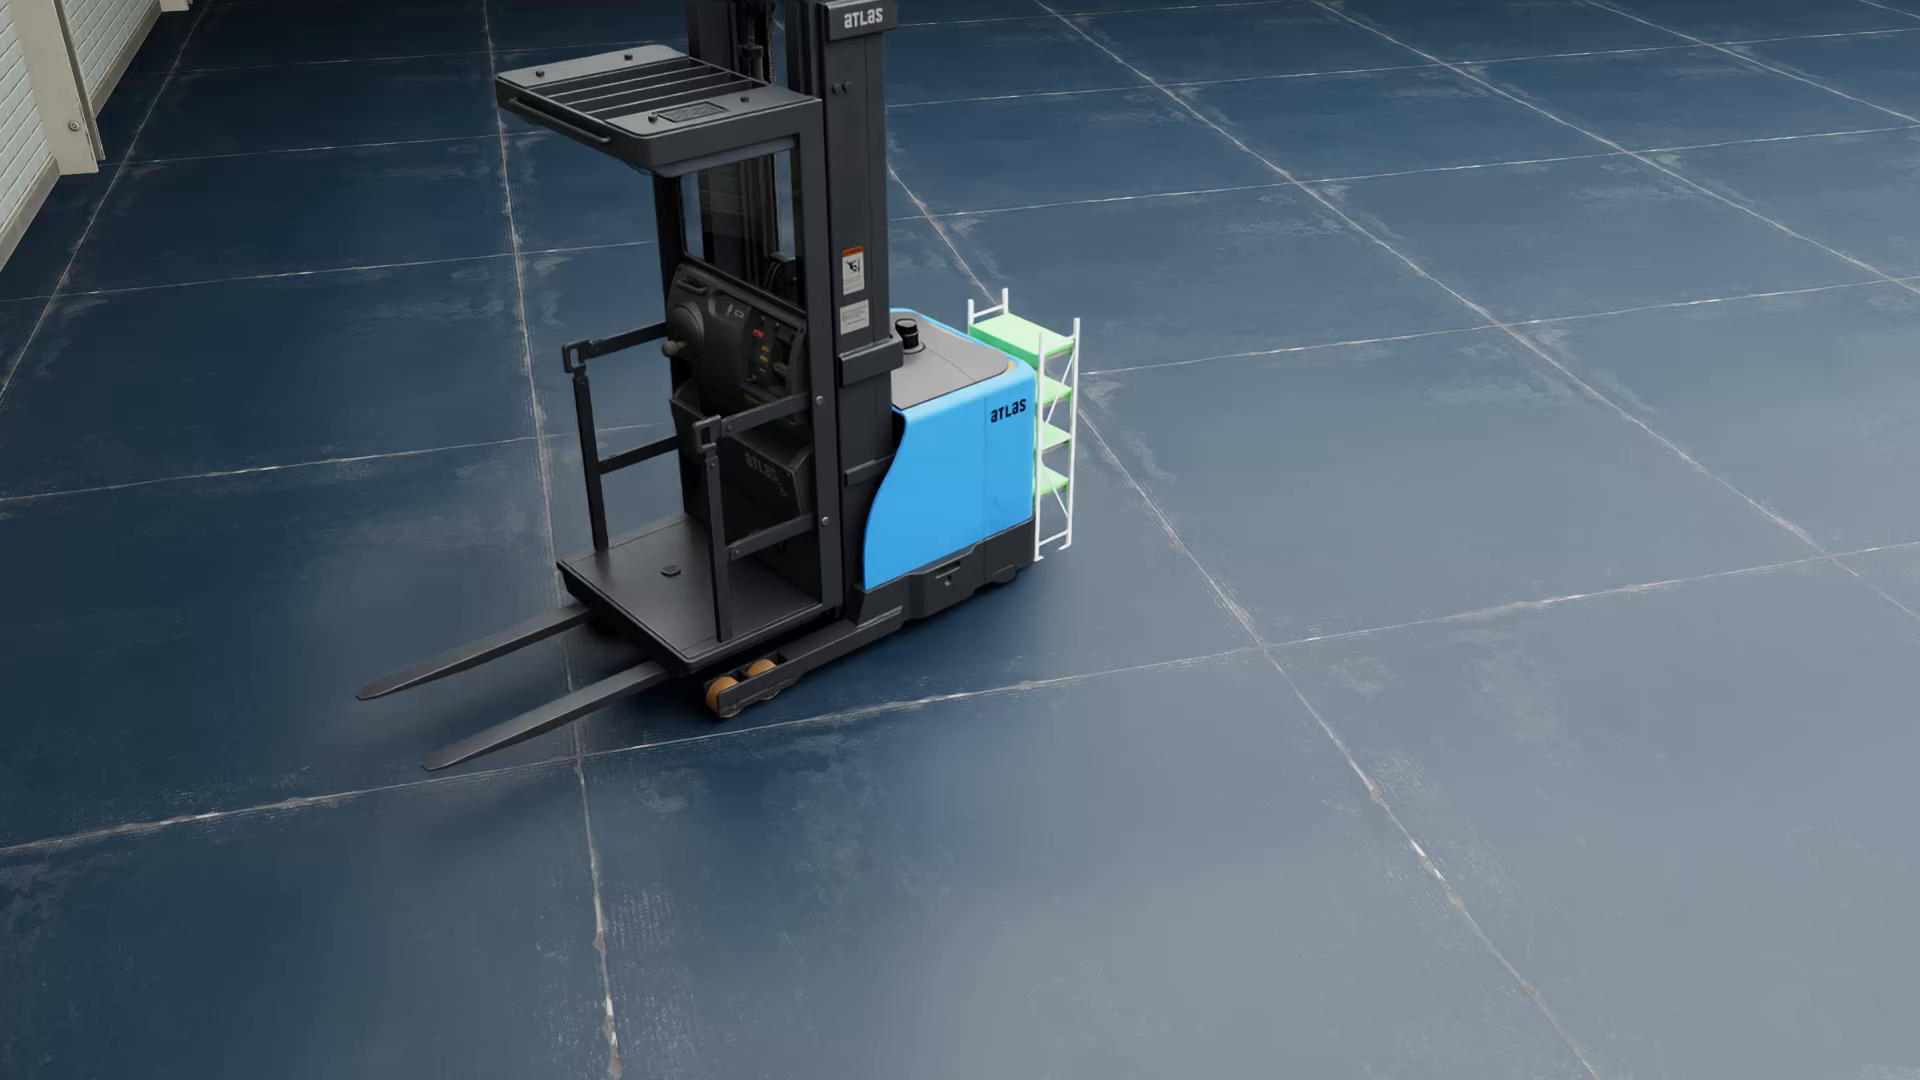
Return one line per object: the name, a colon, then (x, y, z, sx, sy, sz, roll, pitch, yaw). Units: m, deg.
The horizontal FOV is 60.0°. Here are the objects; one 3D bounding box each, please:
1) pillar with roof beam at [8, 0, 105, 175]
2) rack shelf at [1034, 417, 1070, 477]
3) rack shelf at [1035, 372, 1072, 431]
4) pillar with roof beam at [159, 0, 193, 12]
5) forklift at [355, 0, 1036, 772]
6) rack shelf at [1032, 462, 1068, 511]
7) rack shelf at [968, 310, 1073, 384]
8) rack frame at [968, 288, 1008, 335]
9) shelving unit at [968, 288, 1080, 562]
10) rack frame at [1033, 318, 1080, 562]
pillar with roof beam: (-2.978, -7.495, 12.217, 9.100, 9.000, 0.400, -8, 31, -13)
rack shelf: (0.291, -0.493, 8.031, 0.258, 0.148, 0.480, -23, 37, -35)
rack shelf: (0.292, -0.700, 7.911, 0.258, 0.148, 0.480, -23, 37, -35)
pillar with roof beam: (-4.570, -10.393, 17.223, 9.100, 9.000, 0.400, -8, 31, -13)
forklift: (-1.089, -0.823, 6.746, 3.031, 2.935, 1.130, -23, 37, -34)
rack shelf: (0.291, -0.285, 8.151, 0.258, 0.148, 0.480, -23, 37, -35)
rack shelf: (0.292, -0.908, 7.790, 0.258, 0.148, 0.480, -23, 37, -35)
rack frame: (0.132, -0.640, 8.158, 0.240, 1.200, 0.015, -23, 37, -35)
shelving unit: (0.291, -0.548, 7.999, 0.258, 1.200, 0.503, -23, 37, -35)
rack frame: (0.451, -0.455, 7.839, 0.240, 1.200, 0.015, -23, 37, -35)
